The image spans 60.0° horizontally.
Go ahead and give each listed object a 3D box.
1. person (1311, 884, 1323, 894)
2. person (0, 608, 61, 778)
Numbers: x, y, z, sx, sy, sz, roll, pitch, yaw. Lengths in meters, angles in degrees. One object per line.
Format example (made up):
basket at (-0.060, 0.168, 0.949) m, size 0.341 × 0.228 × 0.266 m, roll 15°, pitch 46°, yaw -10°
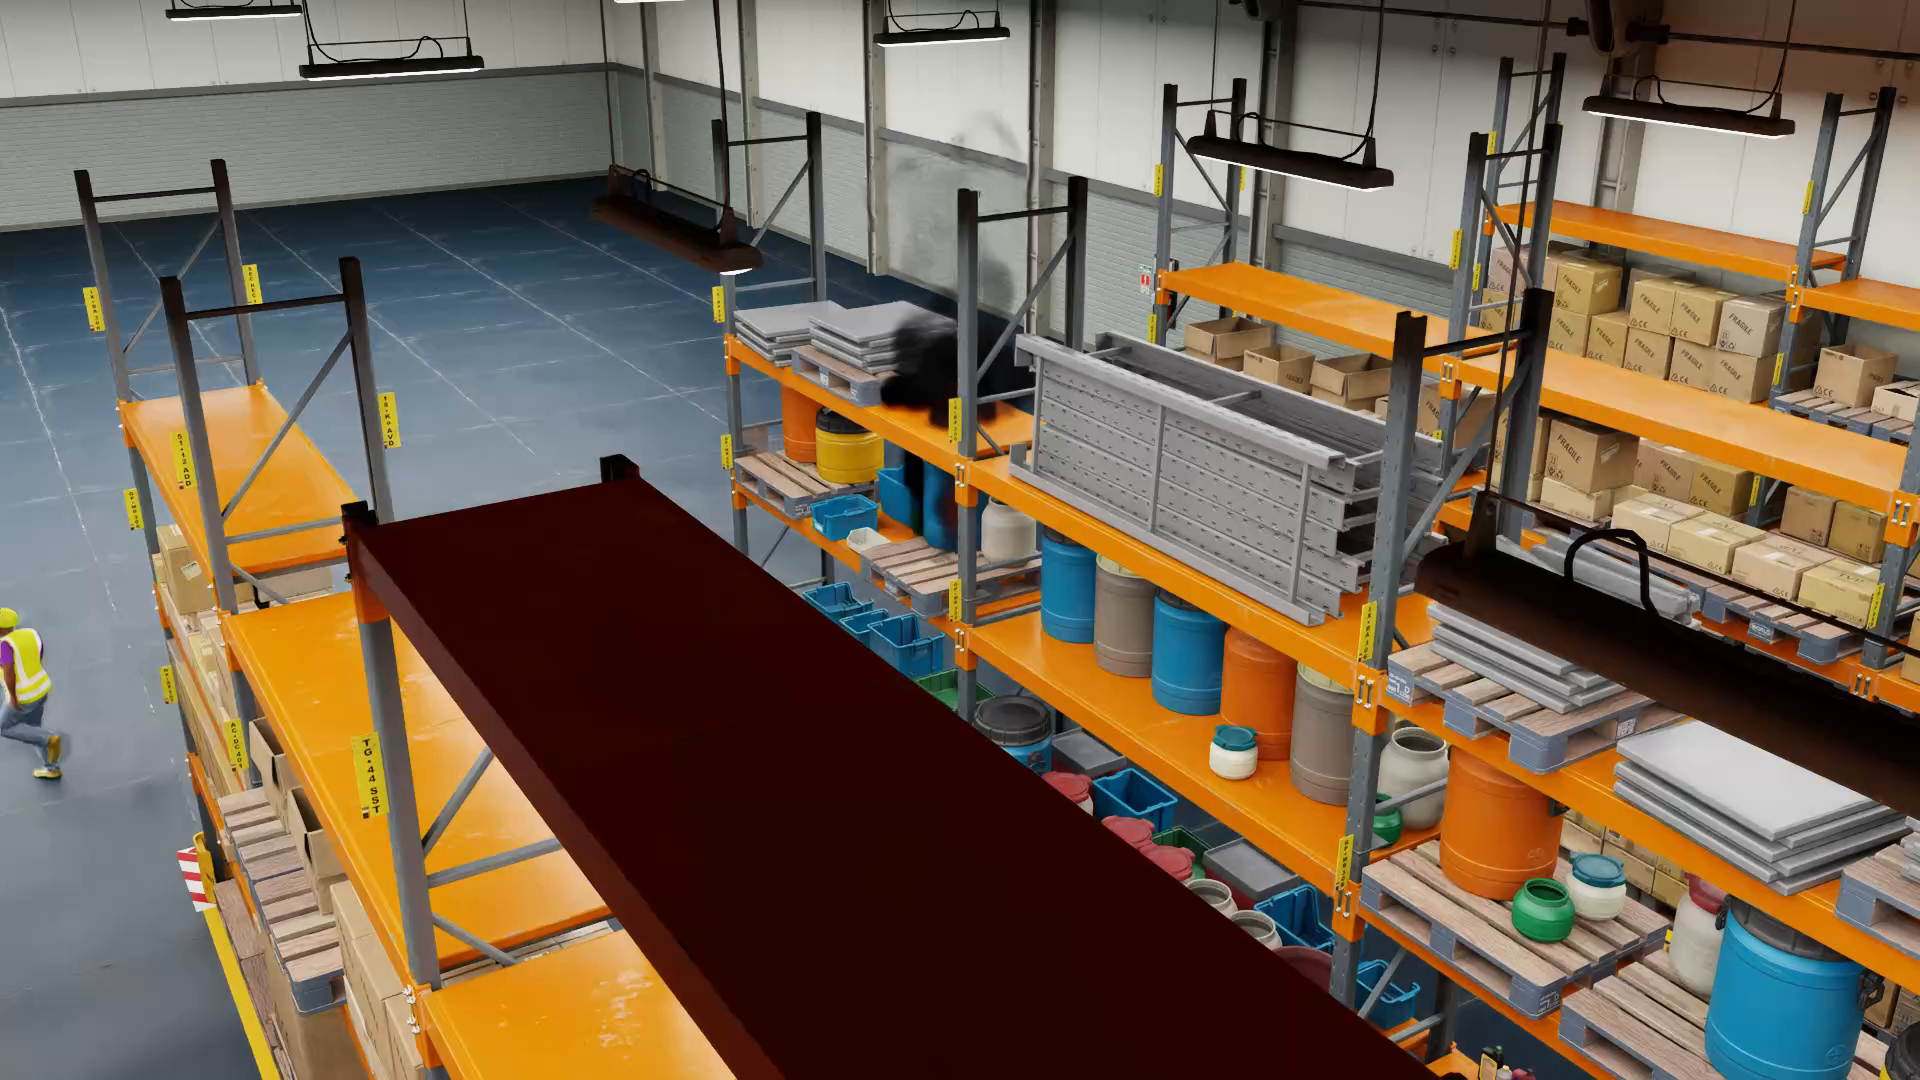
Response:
person at (2.645, 2.081, 13.243) m, size 0.632 × 1.656 × 0.768 m, roll -15°, pitch 26°, yaw -33°
person at (-8.788, 1.437, 15.530) m, size 0.649 × 1.711 × 0.743 m, roll 2°, pitch 22°, yaw 5°
